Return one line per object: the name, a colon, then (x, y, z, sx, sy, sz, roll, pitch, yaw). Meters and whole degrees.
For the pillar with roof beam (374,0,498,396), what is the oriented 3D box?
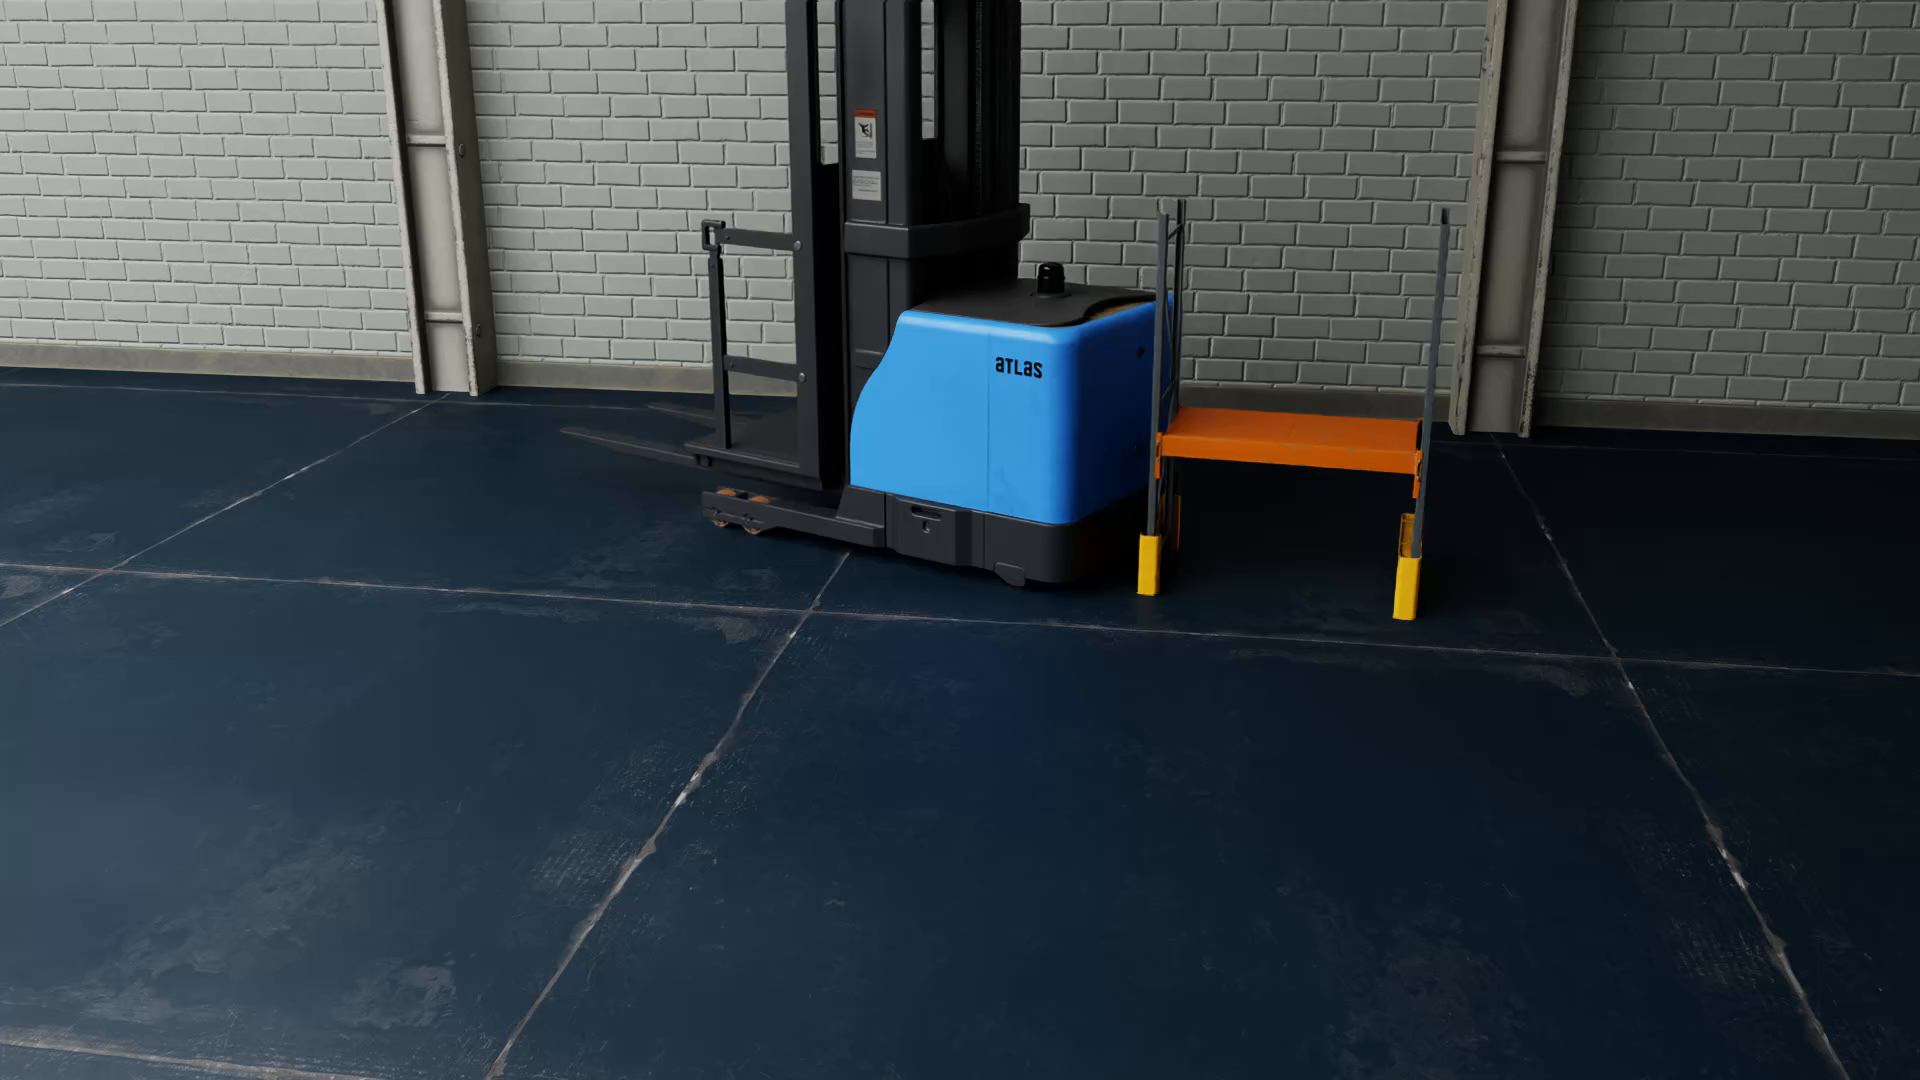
pillar with roof beam: (-3.708, -3.831, 4.570, 0.400, 9.000, 9.100, 3, 19, 9)

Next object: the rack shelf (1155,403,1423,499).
rack shelf: (1.314, -0.364, 6.595, 1.000, 0.185, 0.538, 5, 19, 15)

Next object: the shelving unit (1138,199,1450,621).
shelving unit: (1.305, -0.536, 6.541, 1.083, 1.500, 0.587, 5, 19, 15)

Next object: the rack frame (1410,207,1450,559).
rack frame: (1.803, -0.492, 6.409, 0.032, 1.500, 0.500, 5, 19, 15)

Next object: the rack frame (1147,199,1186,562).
rack frame: (0.824, -0.578, 6.668, 0.032, 1.500, 0.500, 5, 19, 15)

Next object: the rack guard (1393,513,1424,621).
rack guard: (1.784, 0.099, 6.612, 0.087, 0.250, 0.587, 5, 19, 15)

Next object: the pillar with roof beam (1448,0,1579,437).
pillar with roof beam: (2.216, -3.529, 3.668, 0.400, 9.000, 9.100, 3, 19, 9)

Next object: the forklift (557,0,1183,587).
forklift: (-0.553, -1.543, 7.295, 3.031, 2.935, 1.130, 12, 22, 32)

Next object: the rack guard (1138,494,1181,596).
rack guard: (0.825, 0.014, 6.866, 0.087, 0.250, 0.587, 5, 19, 15)
